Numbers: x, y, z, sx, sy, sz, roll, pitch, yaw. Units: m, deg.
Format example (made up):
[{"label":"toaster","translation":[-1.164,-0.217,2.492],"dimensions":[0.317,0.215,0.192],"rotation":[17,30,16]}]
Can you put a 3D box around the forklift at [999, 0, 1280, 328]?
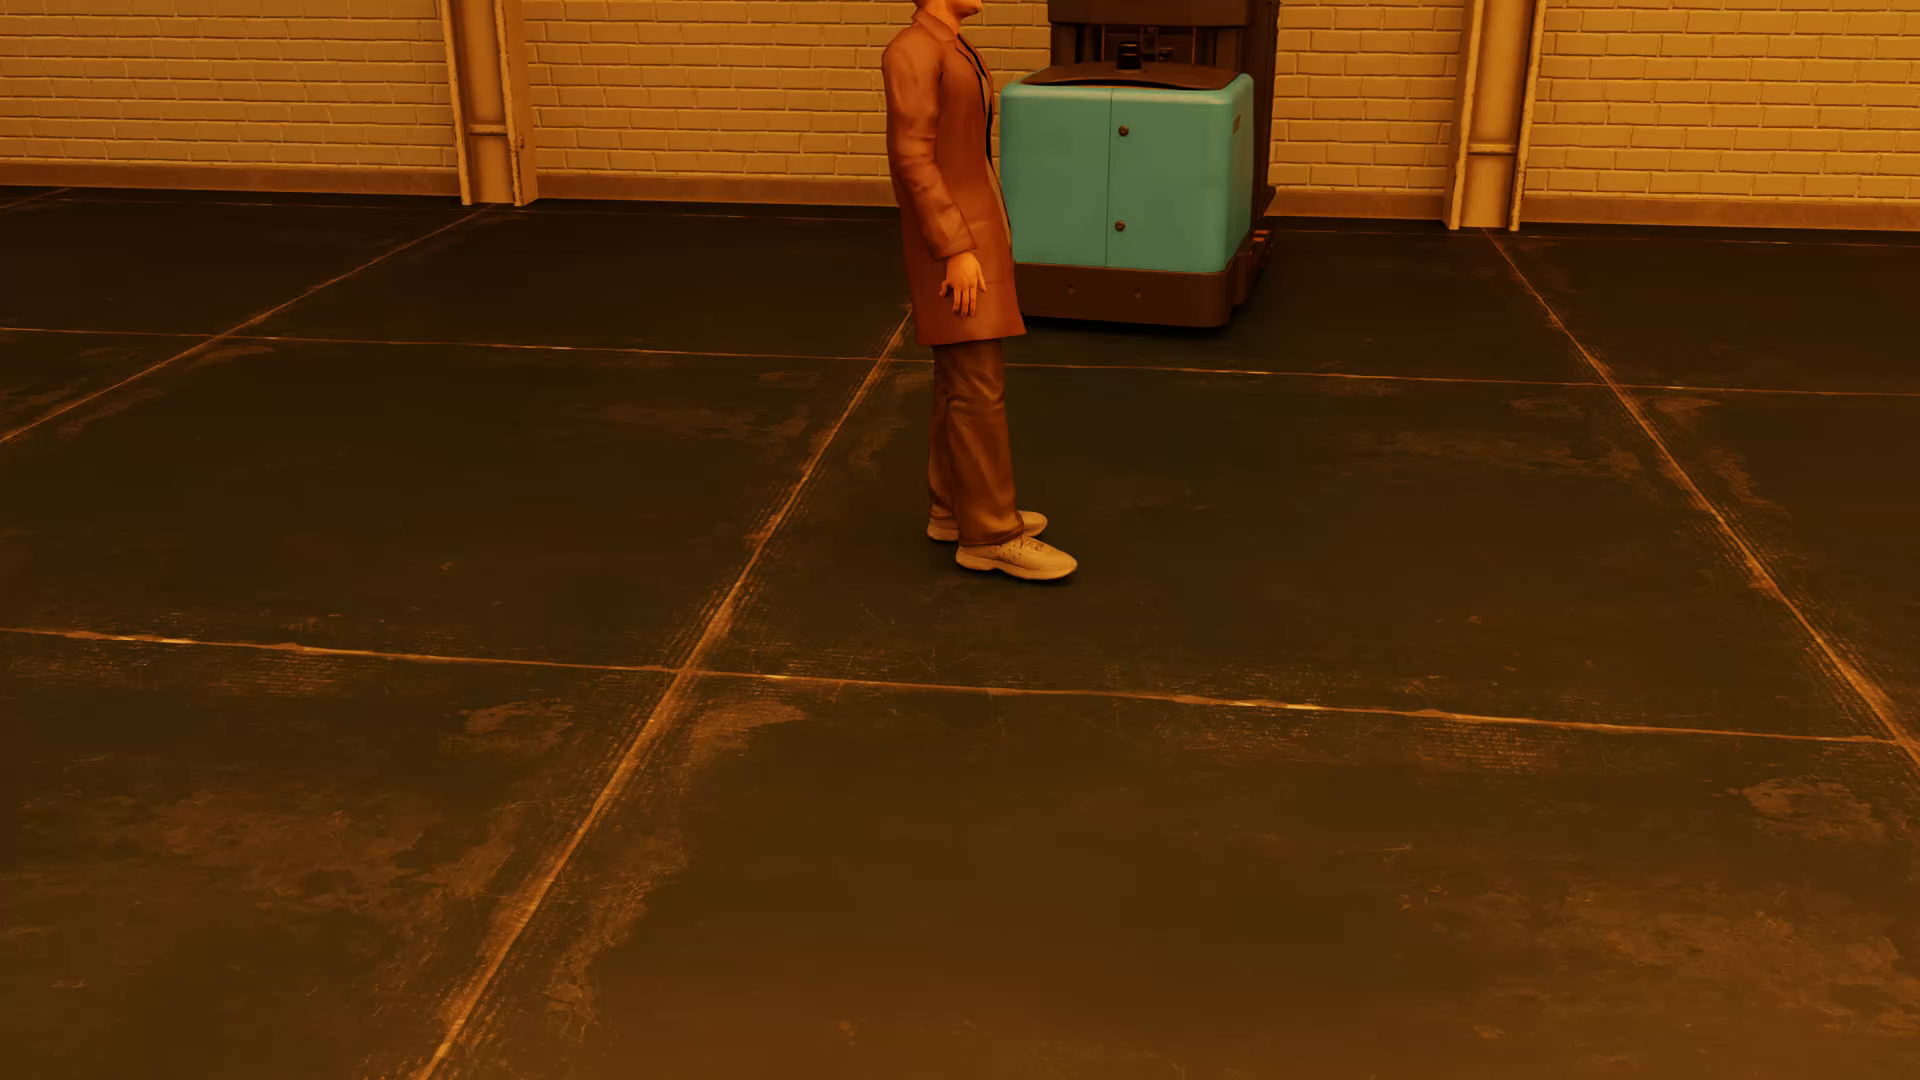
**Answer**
[{"label":"forklift","translation":[1.050,-2.811,8.234],"dimensions":[1.130,2.935,3.031],"rotation":[6,23,15]}]

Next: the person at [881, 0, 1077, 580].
[{"label":"person","translation":[0.091,-0.826,4.828],"dimensions":[0.579,1.778,0.696],"rotation":[3,22,7]}]
